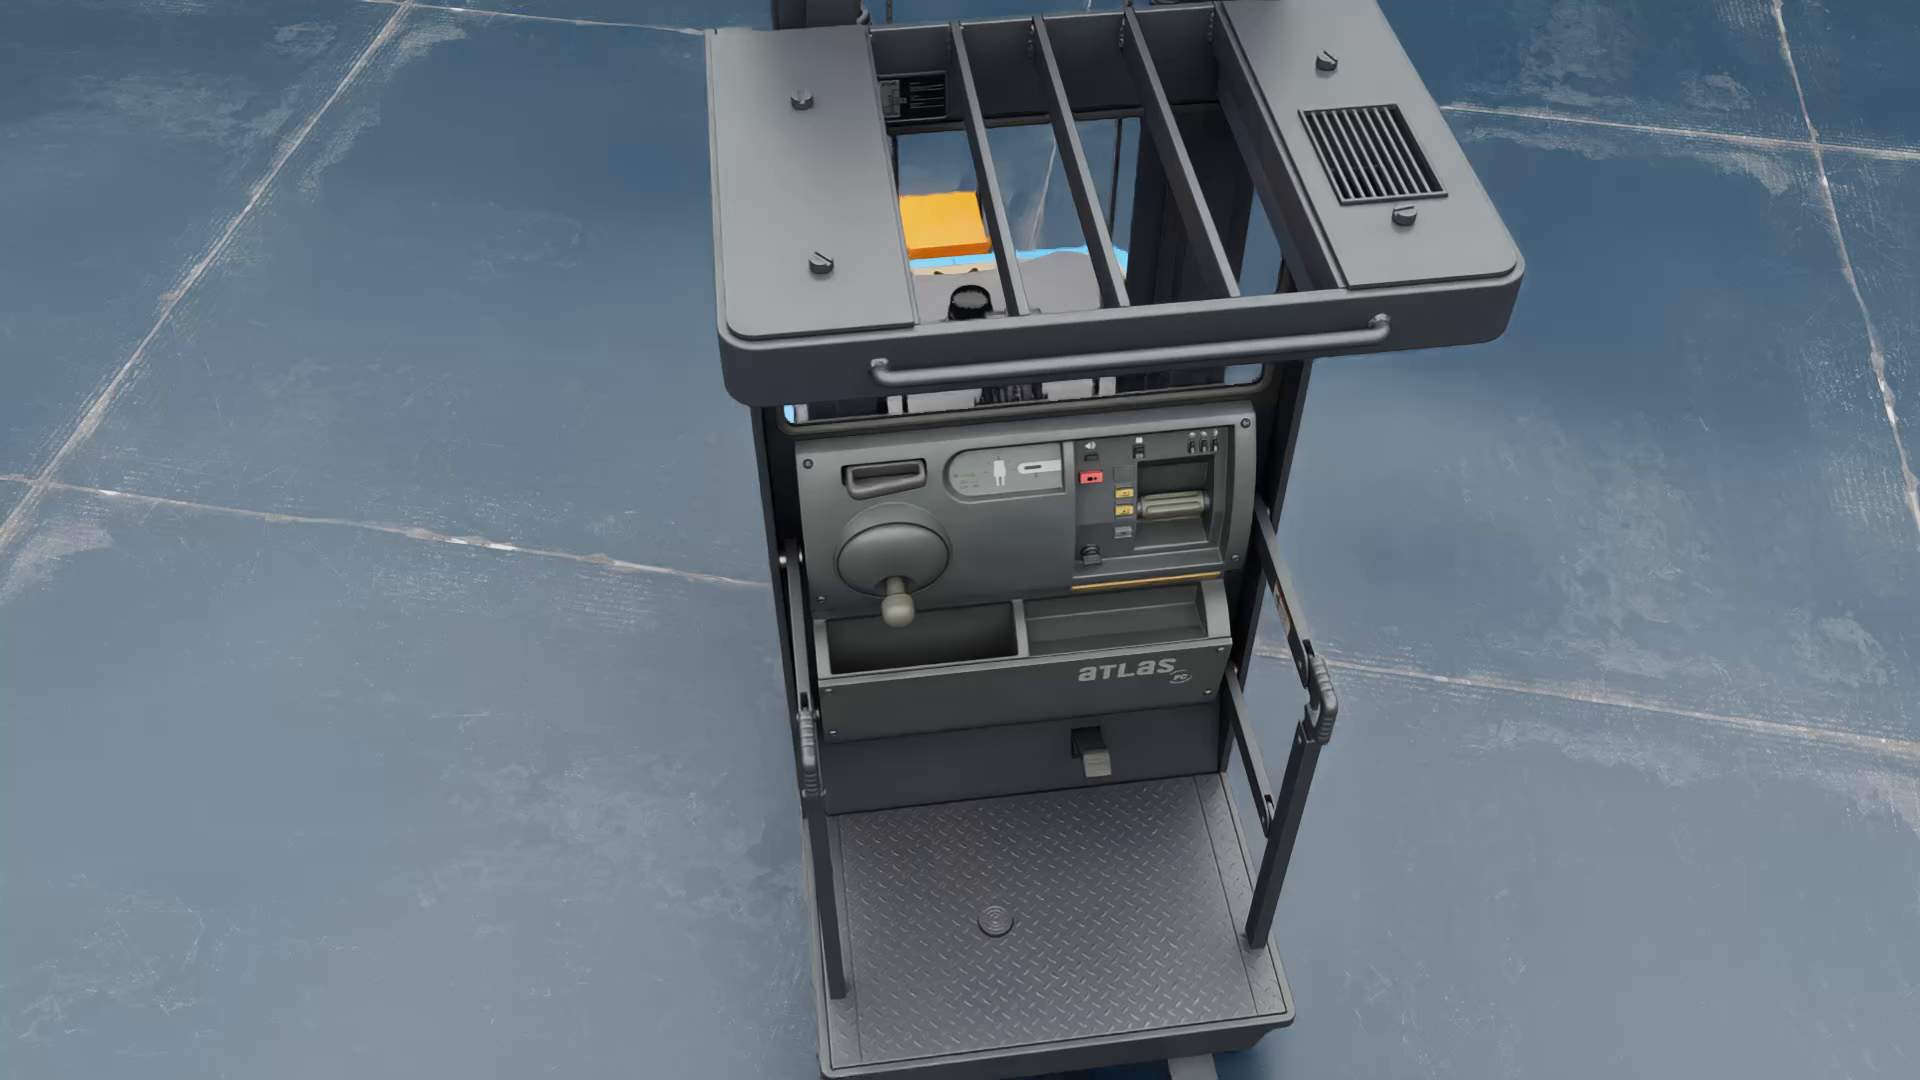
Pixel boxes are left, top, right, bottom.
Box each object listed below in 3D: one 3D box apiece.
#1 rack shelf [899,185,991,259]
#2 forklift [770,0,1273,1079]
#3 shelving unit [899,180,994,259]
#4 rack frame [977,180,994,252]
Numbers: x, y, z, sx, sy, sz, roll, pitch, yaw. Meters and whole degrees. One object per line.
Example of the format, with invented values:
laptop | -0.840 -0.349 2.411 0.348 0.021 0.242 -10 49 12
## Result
rack shelf | -0.170 -0.843 4.673 0.480 0.148 0.258 -6 48 -5
forklift | 0.100 -0.330 3.619 1.129 2.867 1.939 -6 48 -5
shelving unit | -0.170 -0.581 4.965 0.503 1.200 0.258 -6 48 -5
rack frame | 0.072 -0.606 4.988 0.015 1.200 0.240 -6 48 -5
